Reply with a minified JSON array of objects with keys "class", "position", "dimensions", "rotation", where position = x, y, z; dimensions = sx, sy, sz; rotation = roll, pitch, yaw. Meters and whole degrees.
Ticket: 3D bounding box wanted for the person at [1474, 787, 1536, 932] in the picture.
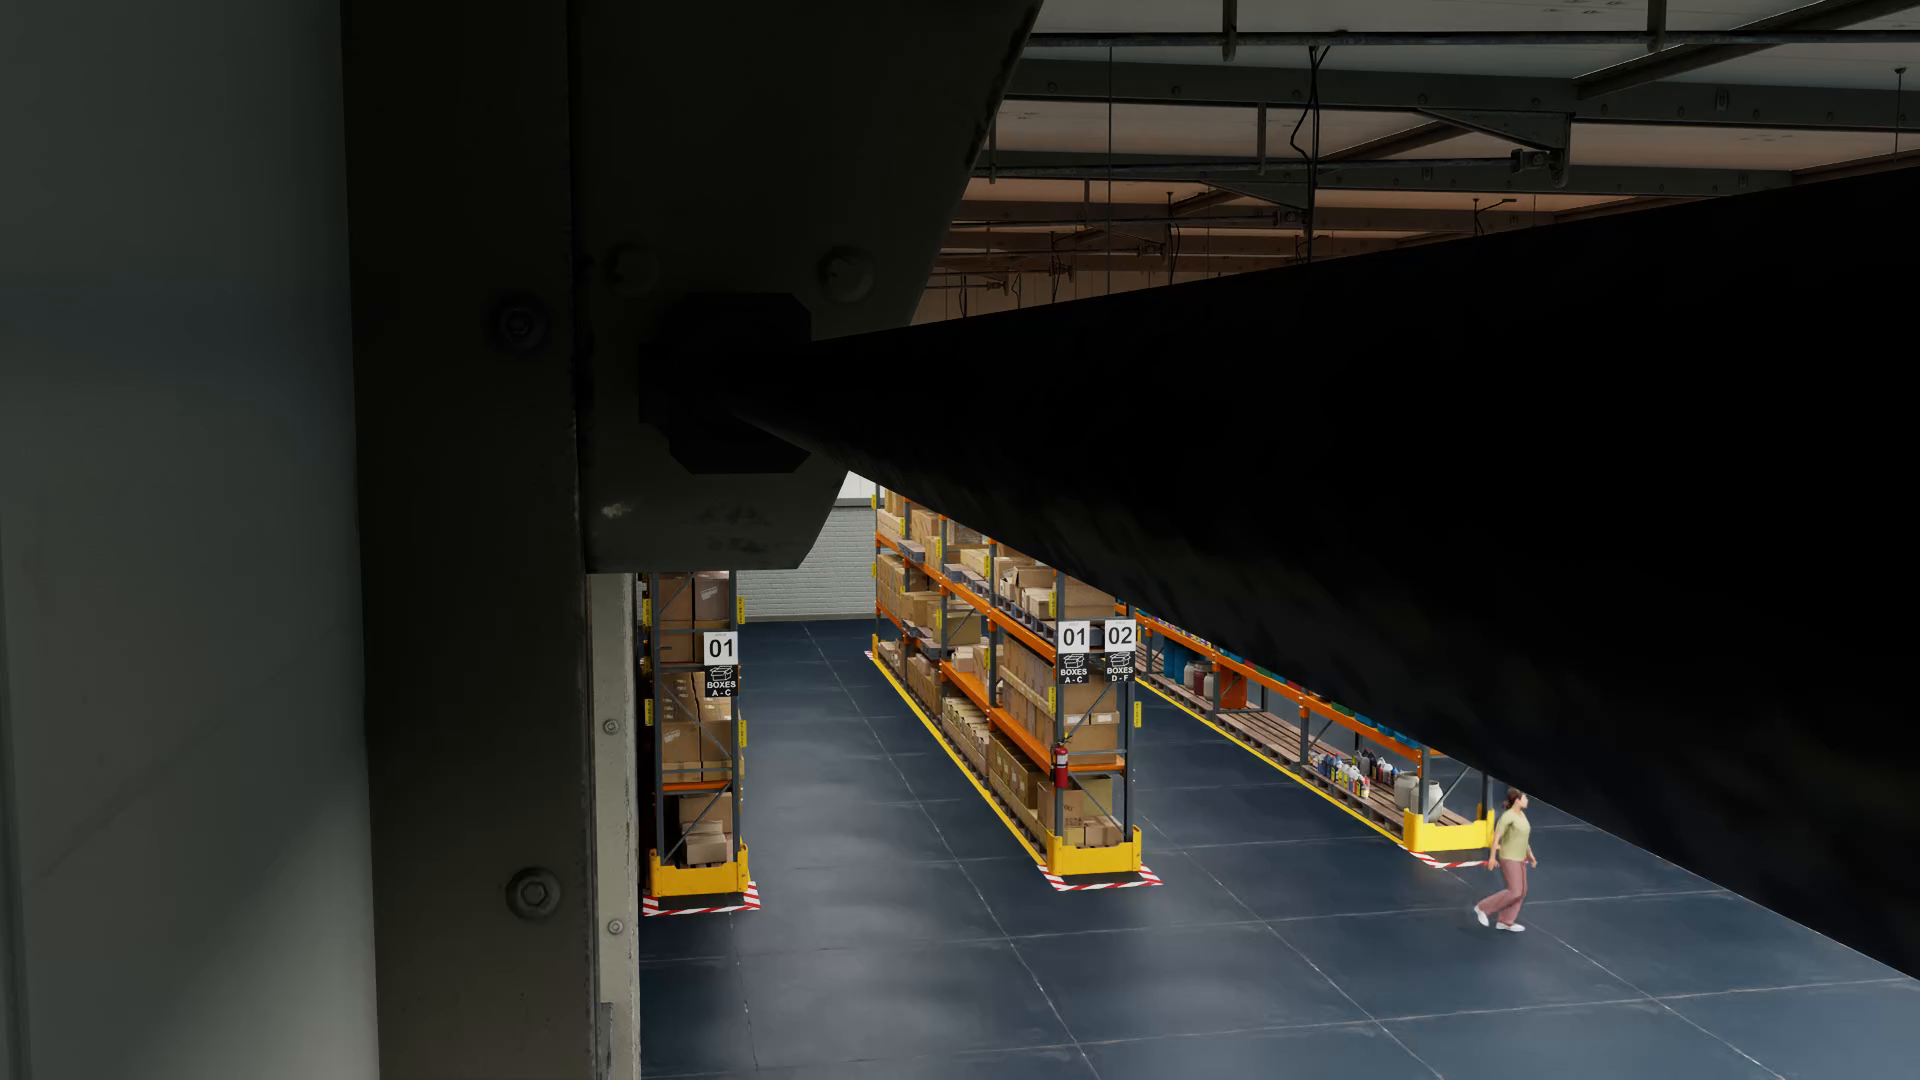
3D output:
[{"class":"person","position":[6.134,3.593,18.737],"dimensions":[0.517,1.638,0.692],"rotation":[5,8,40]}]
